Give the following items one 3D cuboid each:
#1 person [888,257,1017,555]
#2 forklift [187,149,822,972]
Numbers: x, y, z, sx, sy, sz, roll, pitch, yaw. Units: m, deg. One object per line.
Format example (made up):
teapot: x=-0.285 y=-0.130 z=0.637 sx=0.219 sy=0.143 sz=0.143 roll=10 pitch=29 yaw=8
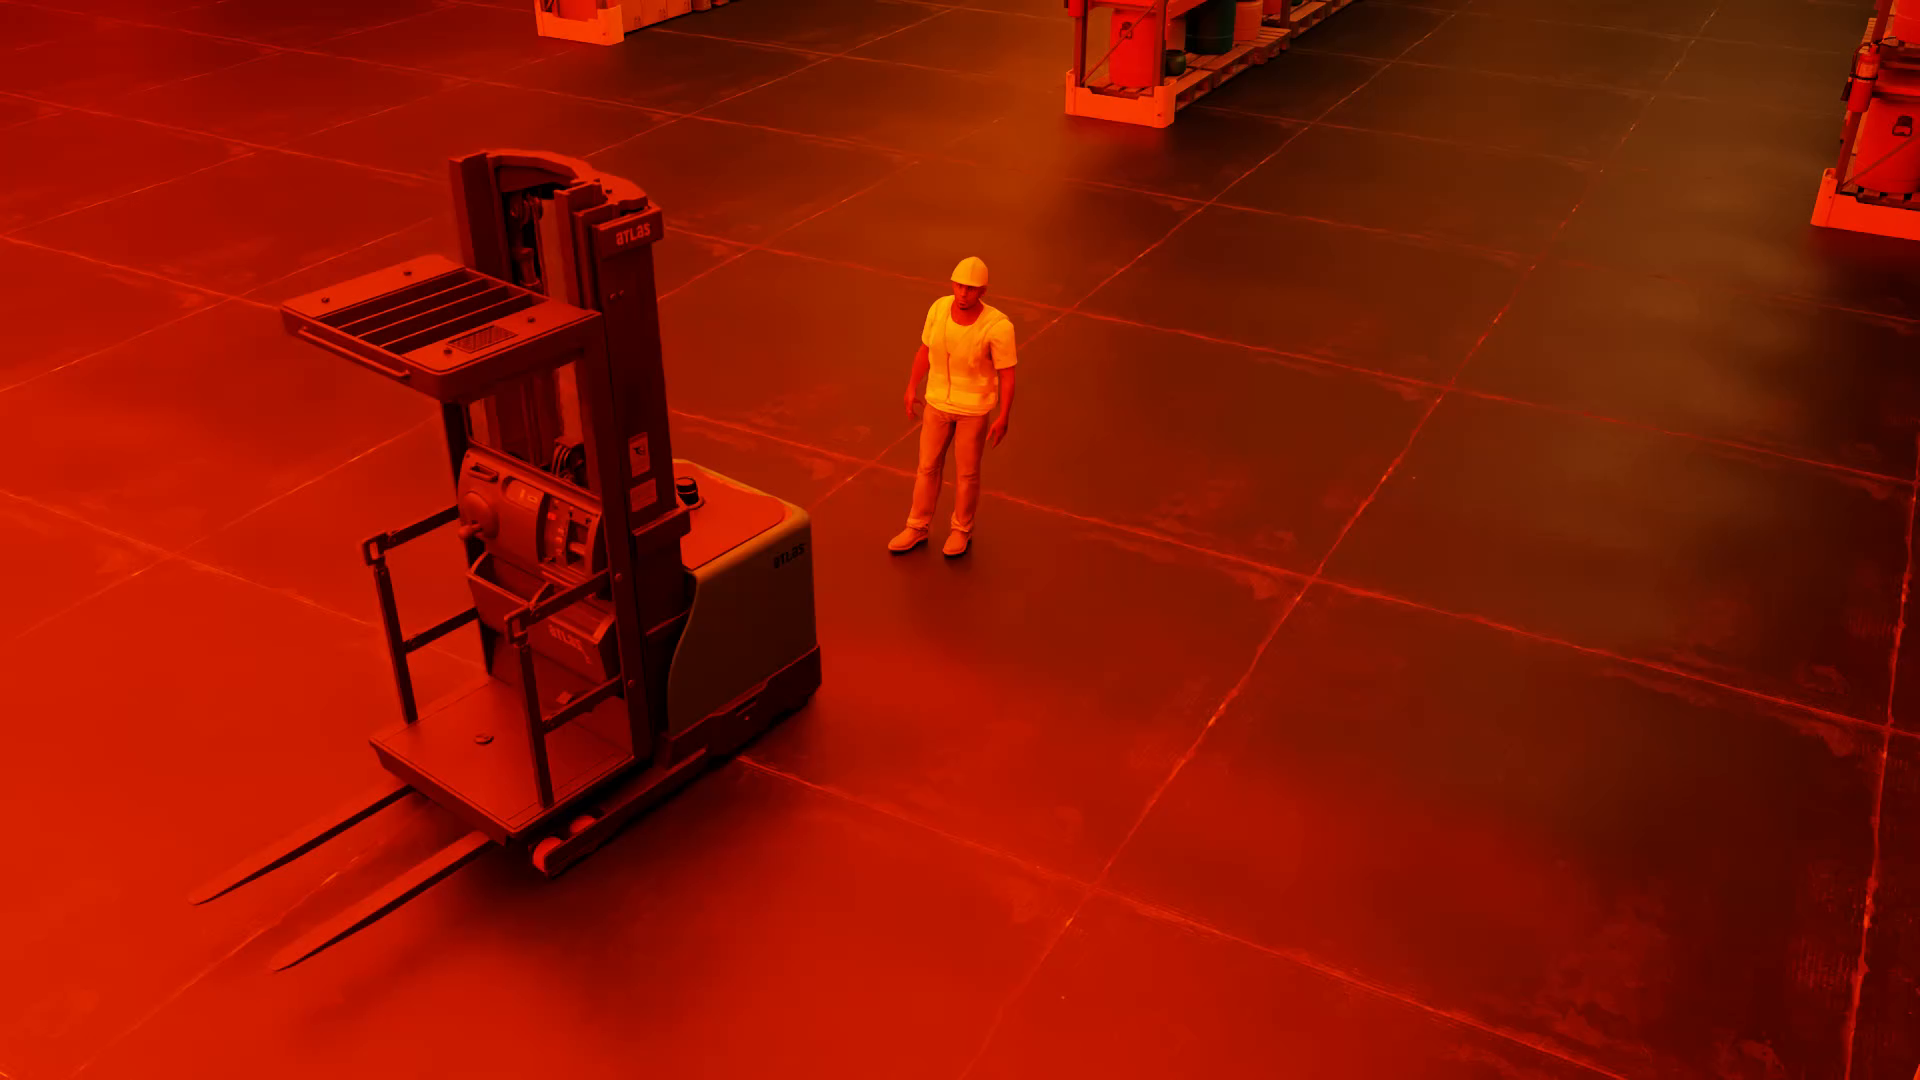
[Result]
person: x=-0.039 y=-0.742 z=9.507 sx=0.665 sy=1.768 sz=0.575 roll=15 pitch=33 yaw=25
forklift: x=-2.029 y=-0.059 z=7.173 sx=1.130 sy=2.935 sz=3.031 roll=22 pitch=37 yaw=33
